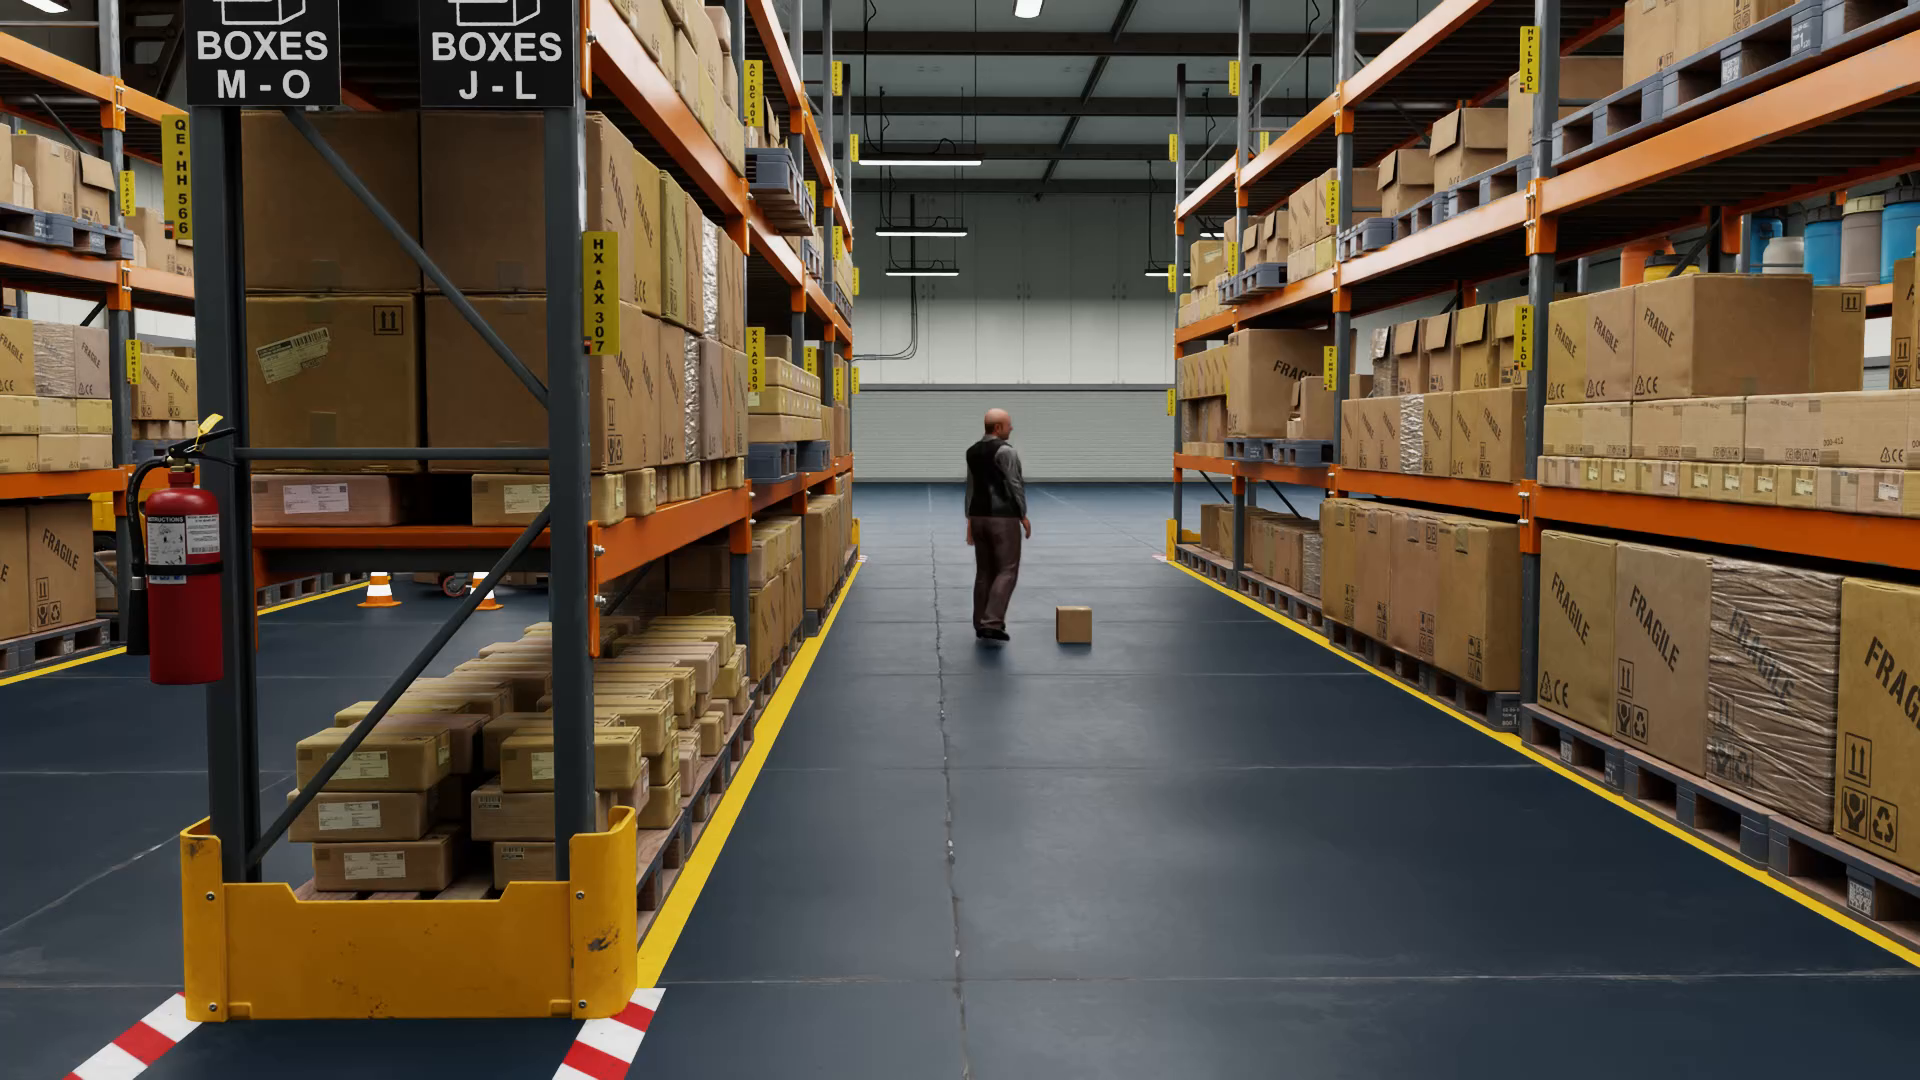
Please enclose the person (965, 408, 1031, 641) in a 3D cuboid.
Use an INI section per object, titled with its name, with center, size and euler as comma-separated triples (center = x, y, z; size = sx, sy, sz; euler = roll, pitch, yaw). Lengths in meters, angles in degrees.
[person]
center = 0.261, -0.117, 12.382
size = 0.532, 1.721, 0.537
euler = -3, 5, -38
